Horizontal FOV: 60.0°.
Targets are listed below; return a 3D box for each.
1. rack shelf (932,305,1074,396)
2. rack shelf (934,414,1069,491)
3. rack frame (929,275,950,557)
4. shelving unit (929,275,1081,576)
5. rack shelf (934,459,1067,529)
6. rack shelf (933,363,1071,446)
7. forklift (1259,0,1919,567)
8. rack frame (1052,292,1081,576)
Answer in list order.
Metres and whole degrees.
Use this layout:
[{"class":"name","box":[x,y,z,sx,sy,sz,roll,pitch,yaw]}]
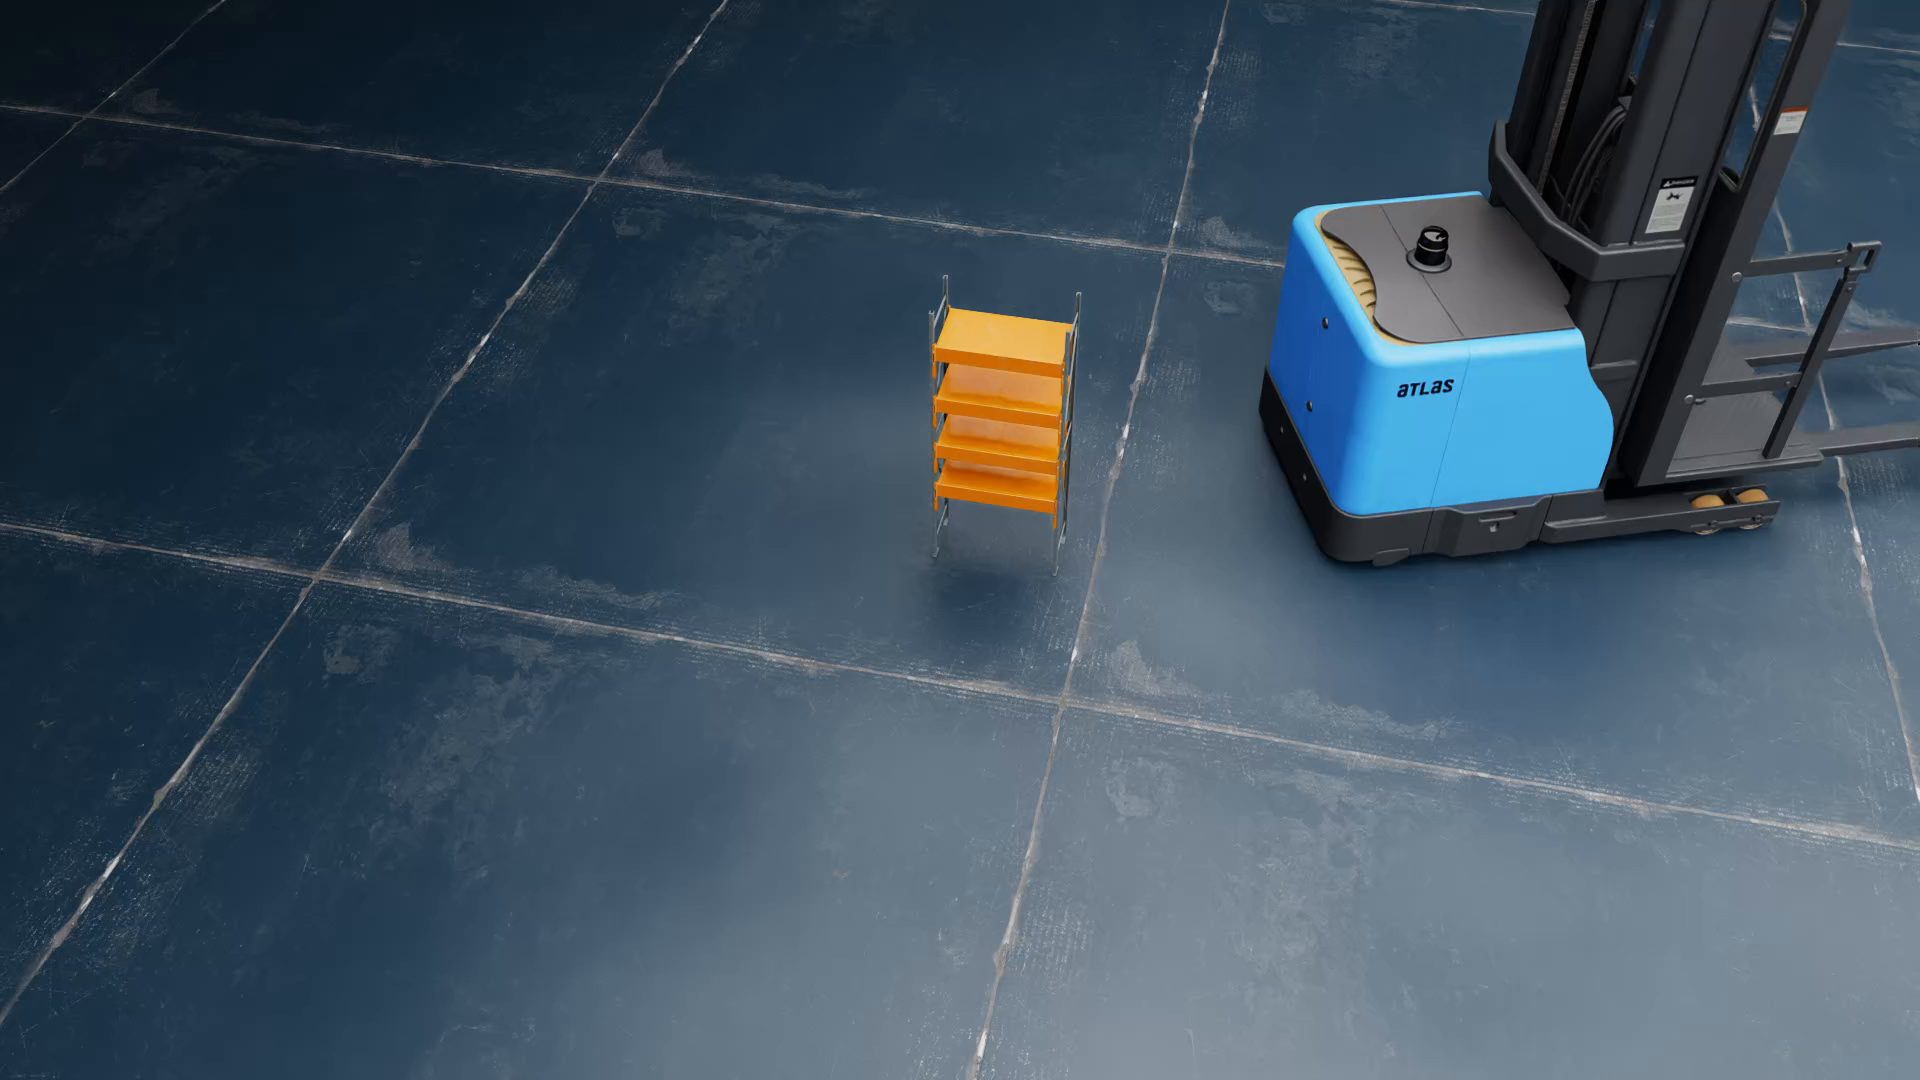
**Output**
[{"class":"rack shelf","box":[0.162,-0.690,6.035,0.480,0.148,0.258,9,45,9]},{"class":"rack shelf","box":[0.162,-0.359,6.355,0.480,0.148,0.258,9,45,9]},{"class":"rack frame","box":[-0.077,-0.444,6.346,0.015,1.200,0.240,9,45,9]},{"class":"shelving unit","box":[0.162,-0.407,6.308,0.503,1.200,0.258,9,45,9]},{"class":"rack shelf","box":[0.162,-0.216,6.492,0.480,0.148,0.258,9,45,9]},{"class":"rack shelf","box":[0.162,-0.520,6.199,0.480,0.148,0.258,9,45,9]},{"class":"forklift","box":[2.862,-1.435,6.128,3.031,2.935,1.130,-7,44,-7]},{"class":"rack frame","box":[0.400,-0.370,6.269,0.015,1.200,0.240,9,45,9]}]
